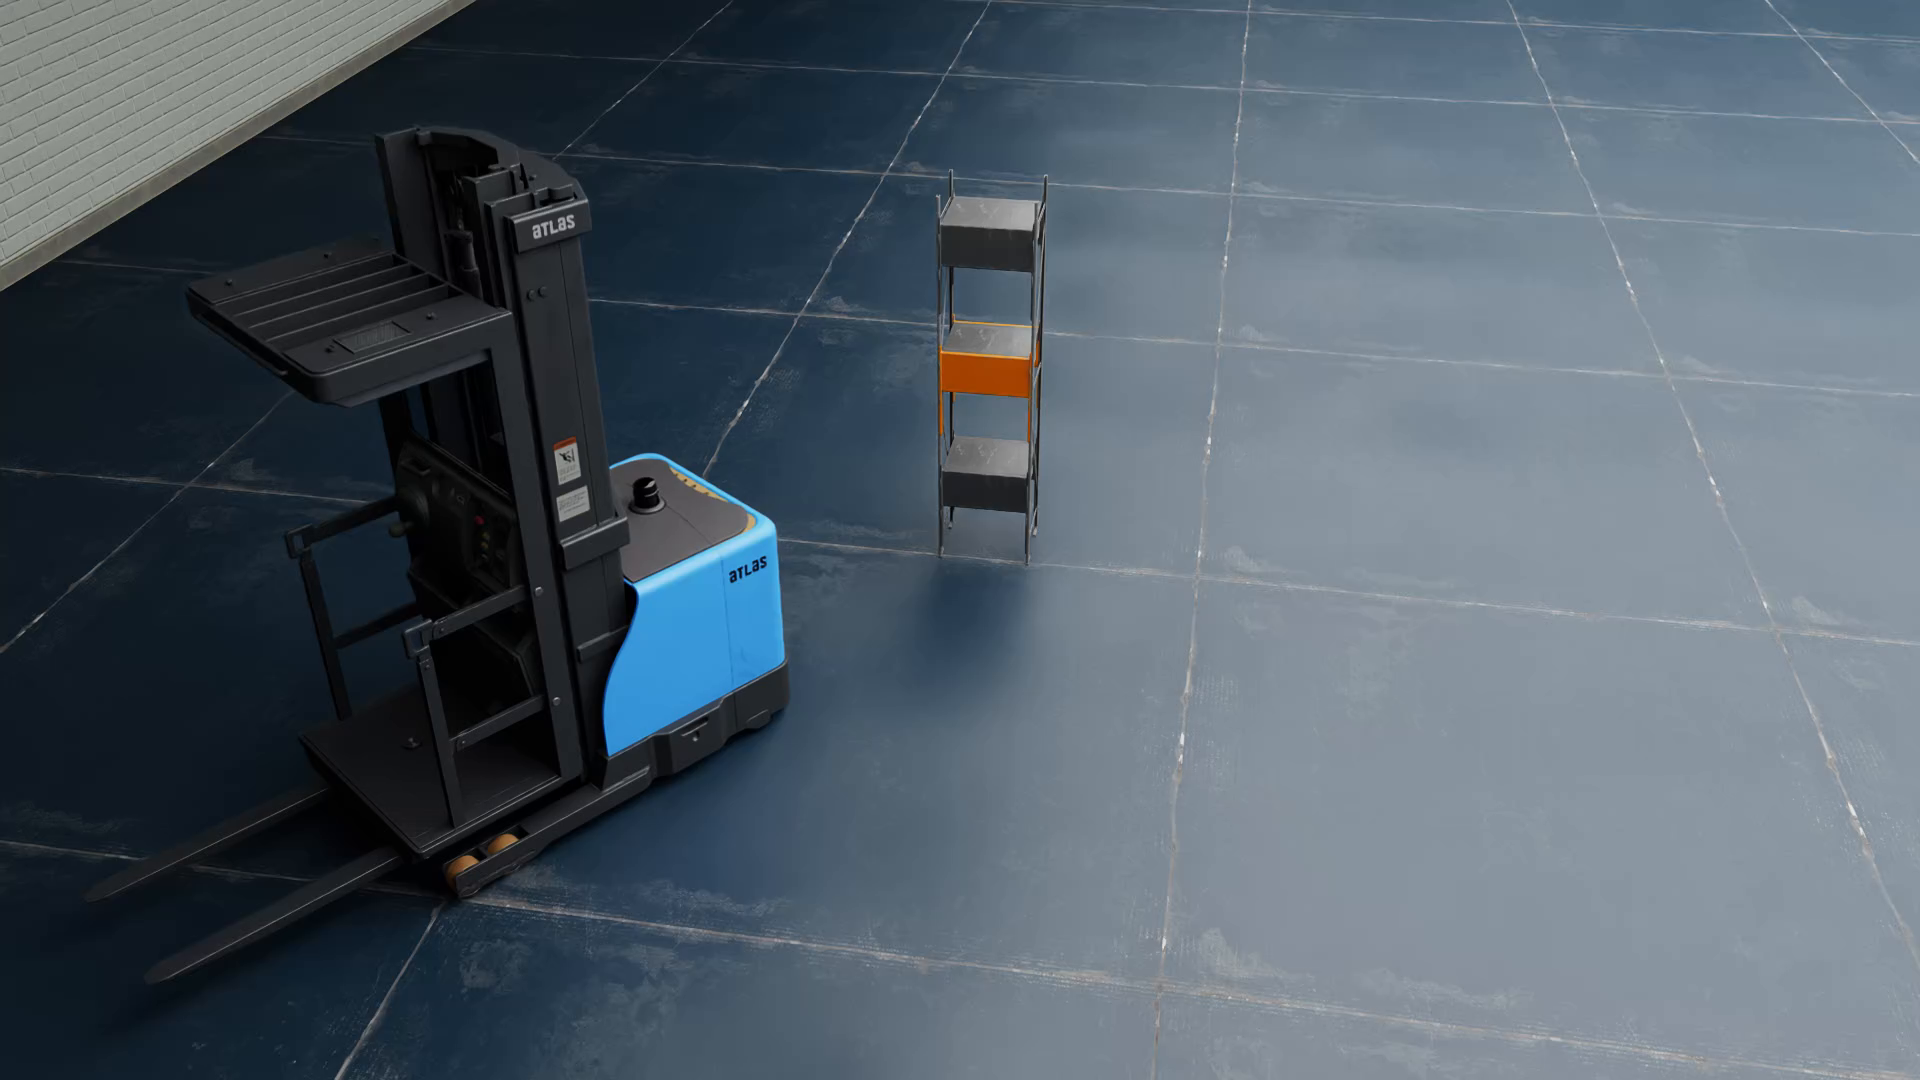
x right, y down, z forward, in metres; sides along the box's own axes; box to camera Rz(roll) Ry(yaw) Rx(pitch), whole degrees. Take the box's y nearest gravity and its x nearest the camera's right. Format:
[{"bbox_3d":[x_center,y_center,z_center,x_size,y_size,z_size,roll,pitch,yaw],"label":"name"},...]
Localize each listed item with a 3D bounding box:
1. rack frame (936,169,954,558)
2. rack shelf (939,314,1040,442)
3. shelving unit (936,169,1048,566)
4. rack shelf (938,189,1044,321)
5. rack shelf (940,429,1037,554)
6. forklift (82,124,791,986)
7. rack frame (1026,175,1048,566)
[{"bbox_3d":[-0.077,-0.897,8.878,0.015,2.100,0.400,5,32,8],"label":"rack frame"},{"bbox_3d":[0.163,-0.864,8.850,0.480,0.518,0.431,5,32,8],"label":"rack shelf"},{"bbox_3d":[0.163,-0.875,8.843,0.503,2.100,0.431,5,32,8],"label":"shelving unit"},{"bbox_3d":[0.163,-1.457,8.479,0.480,0.518,0.431,5,32,8],"label":"rack shelf"},{"bbox_3d":[0.163,-0.270,9.222,0.480,0.518,0.431,5,32,8],"label":"rack shelf"},{"bbox_3d":[-2.228,-0.051,6.742,3.031,2.935,1.130,-27,41,-36],"label":"forklift"},{"bbox_3d":[0.404,-0.853,8.808,0.015,2.100,0.400,5,32,8],"label":"rack frame"}]
